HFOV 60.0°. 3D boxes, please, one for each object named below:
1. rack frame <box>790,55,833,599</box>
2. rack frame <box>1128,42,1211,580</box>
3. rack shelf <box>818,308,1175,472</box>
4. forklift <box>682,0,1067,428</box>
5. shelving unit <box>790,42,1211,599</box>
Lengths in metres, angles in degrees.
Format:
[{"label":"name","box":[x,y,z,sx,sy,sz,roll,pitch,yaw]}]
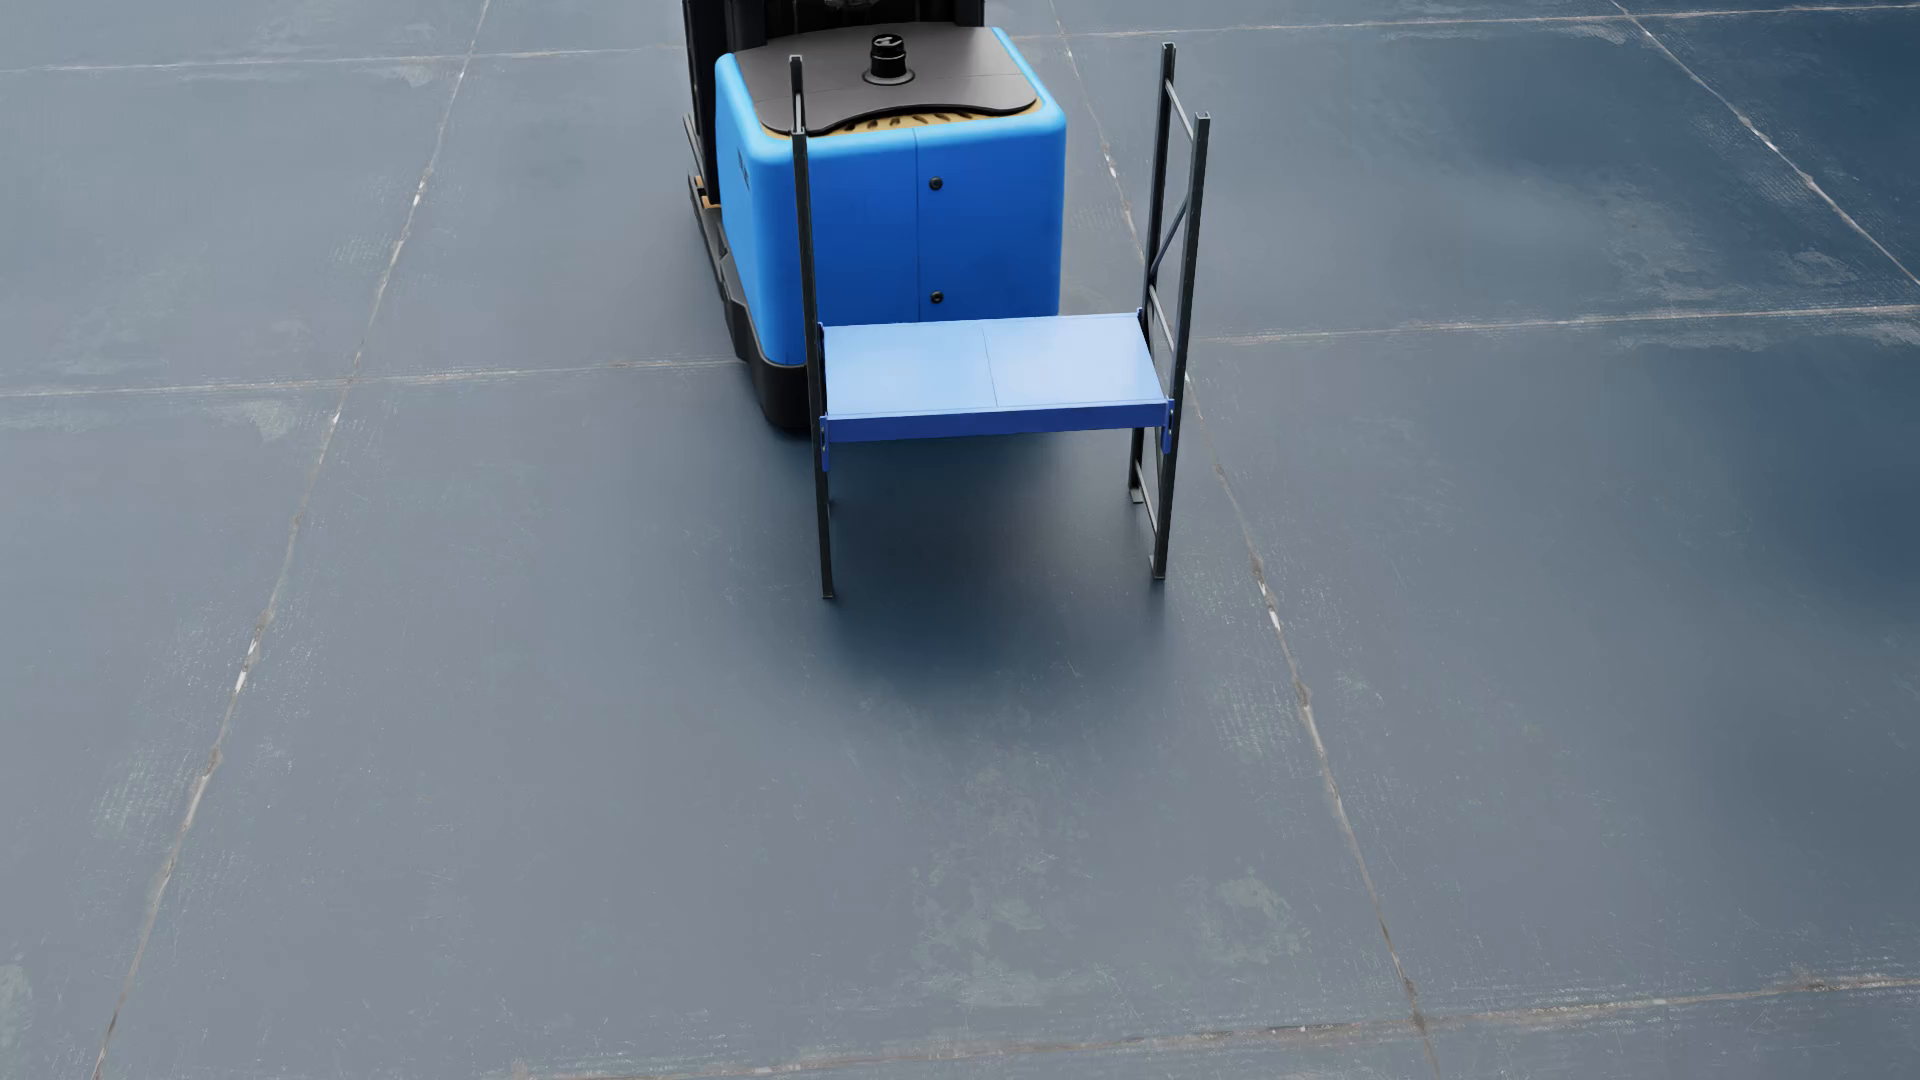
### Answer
[{"label":"rack frame","box":[-0.421,-0.566,4.756,0.032,1.500,0.500,-3,38,-4]},{"label":"rack frame","box":[0.591,-0.621,4.827,0.032,1.500,0.500,-3,38,-4]},{"label":"rack shelf","box":[0.085,-0.452,4.903,1.000,0.185,0.538,-3,38,-4]},{"label":"forklift","box":[-0.511,-2.448,5.986,1.130,2.935,3.031,-9,39,-11]},{"label":"shelving unit","box":[0.085,-0.593,4.791,1.048,1.500,0.538,-3,38,-4]}]
